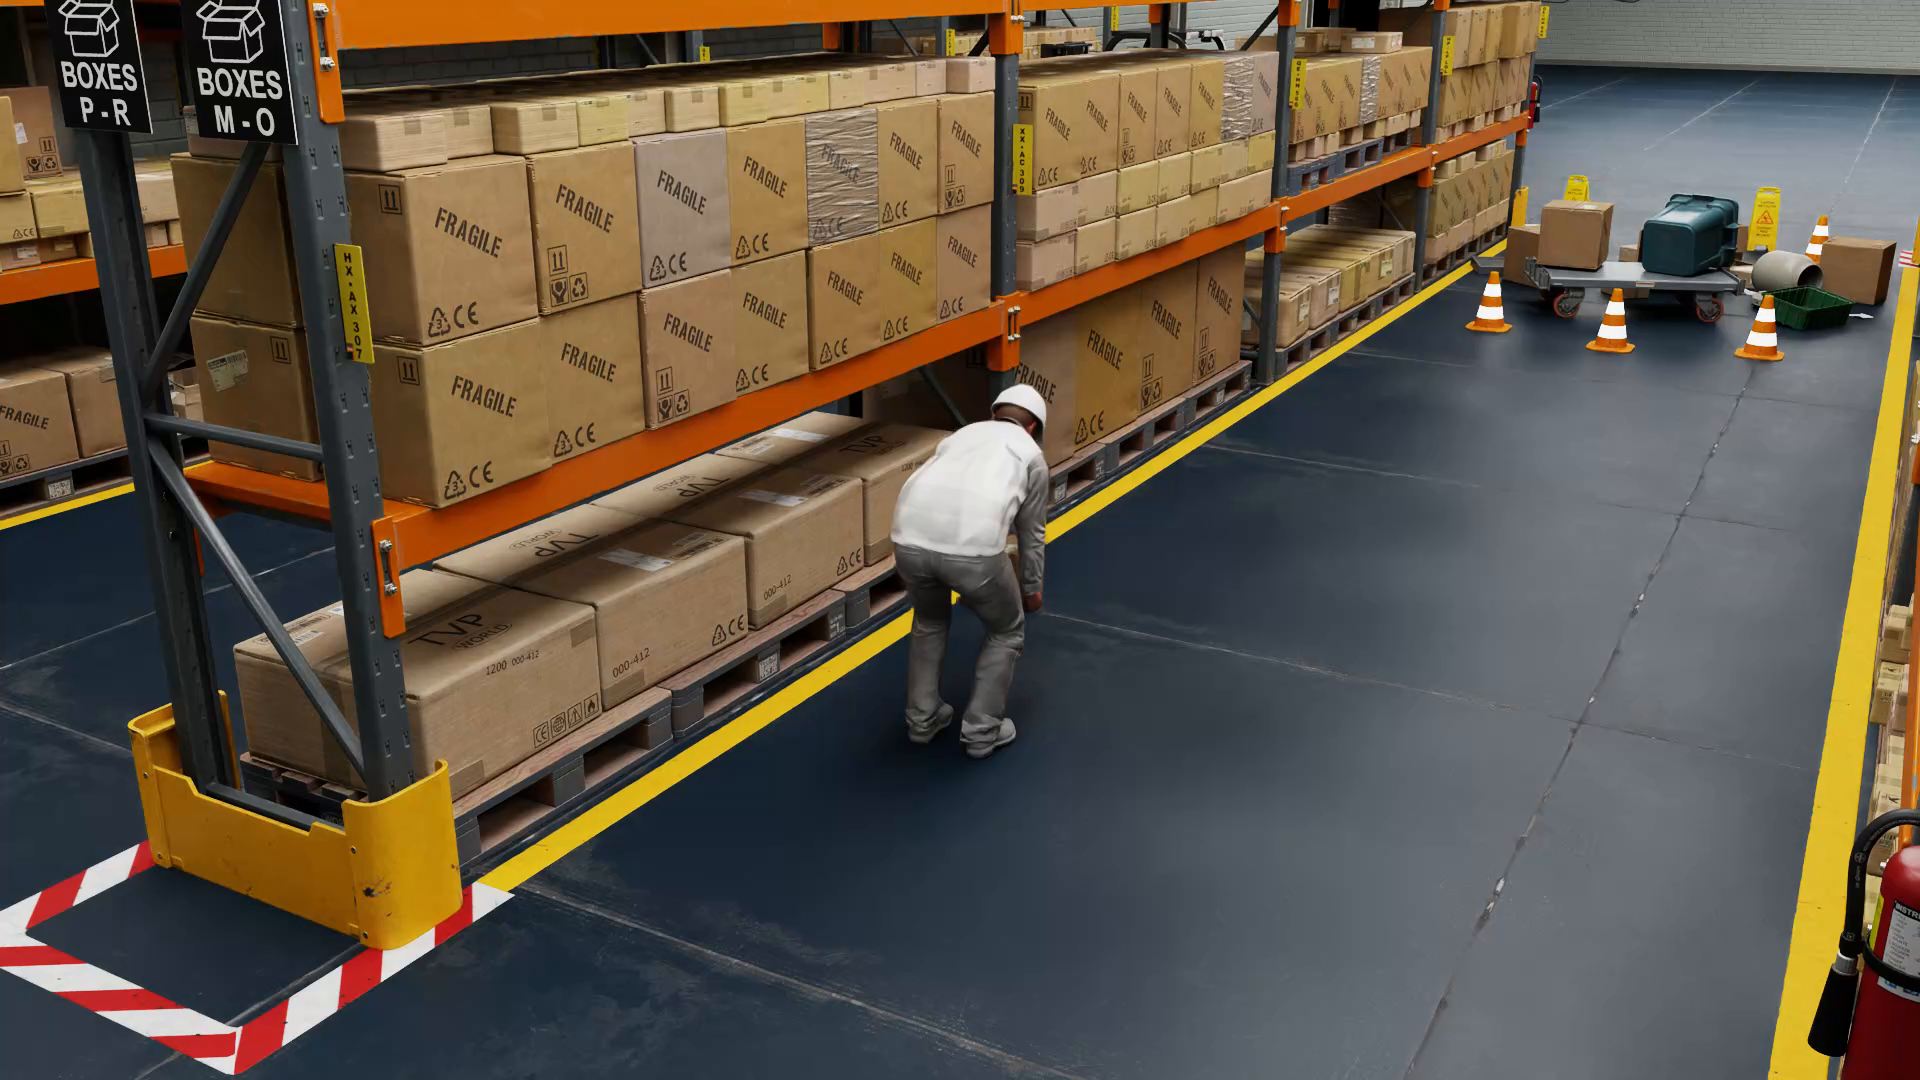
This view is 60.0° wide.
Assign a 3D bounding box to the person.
[{"bbox_3d":[0.087,0.103,6.474,0.483,1.286,0.959,9,21,25],"label":"person"}]
